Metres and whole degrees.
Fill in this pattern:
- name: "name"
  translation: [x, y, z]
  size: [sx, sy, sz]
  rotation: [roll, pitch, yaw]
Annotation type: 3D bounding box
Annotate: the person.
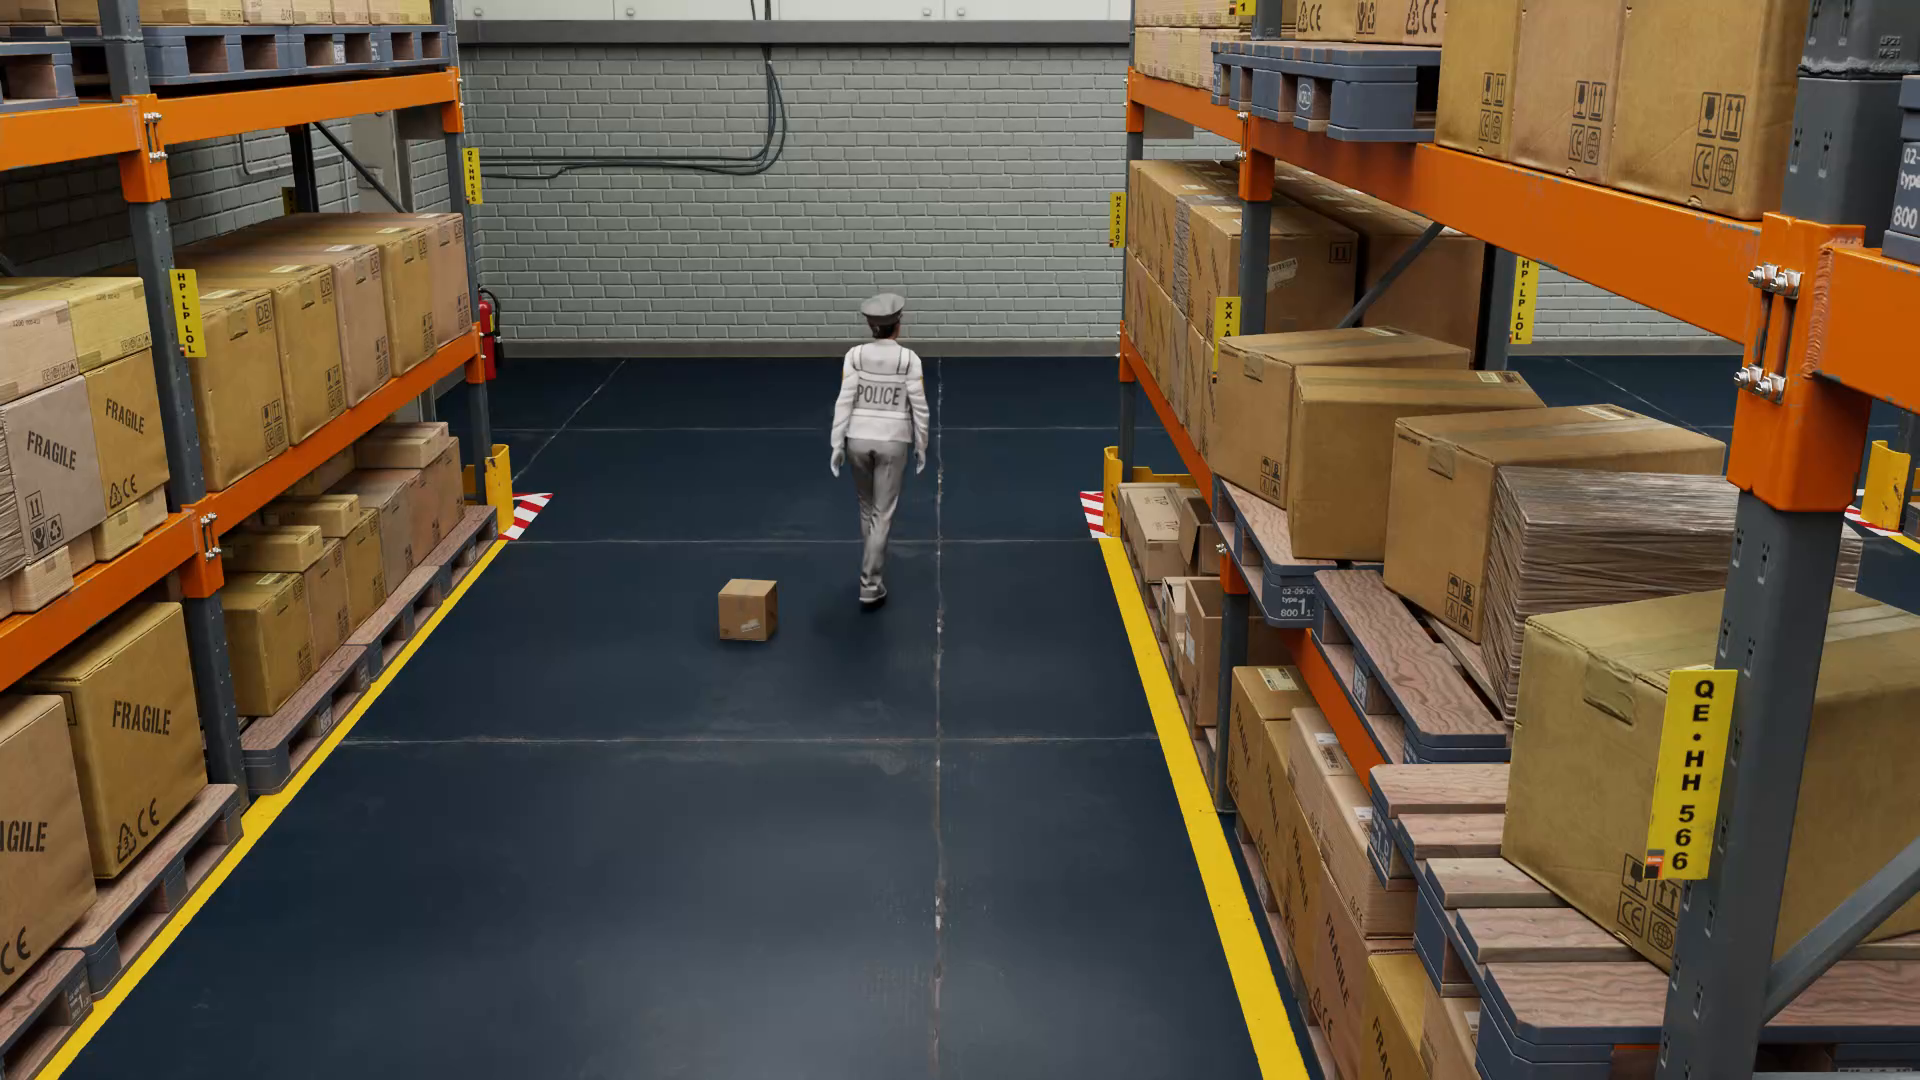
- name: "person"
  translation: [-0.420, -0.512, 9.178]
  size: [0.513, 1.672, 0.795]
  rotation: [4, 18, 13]
